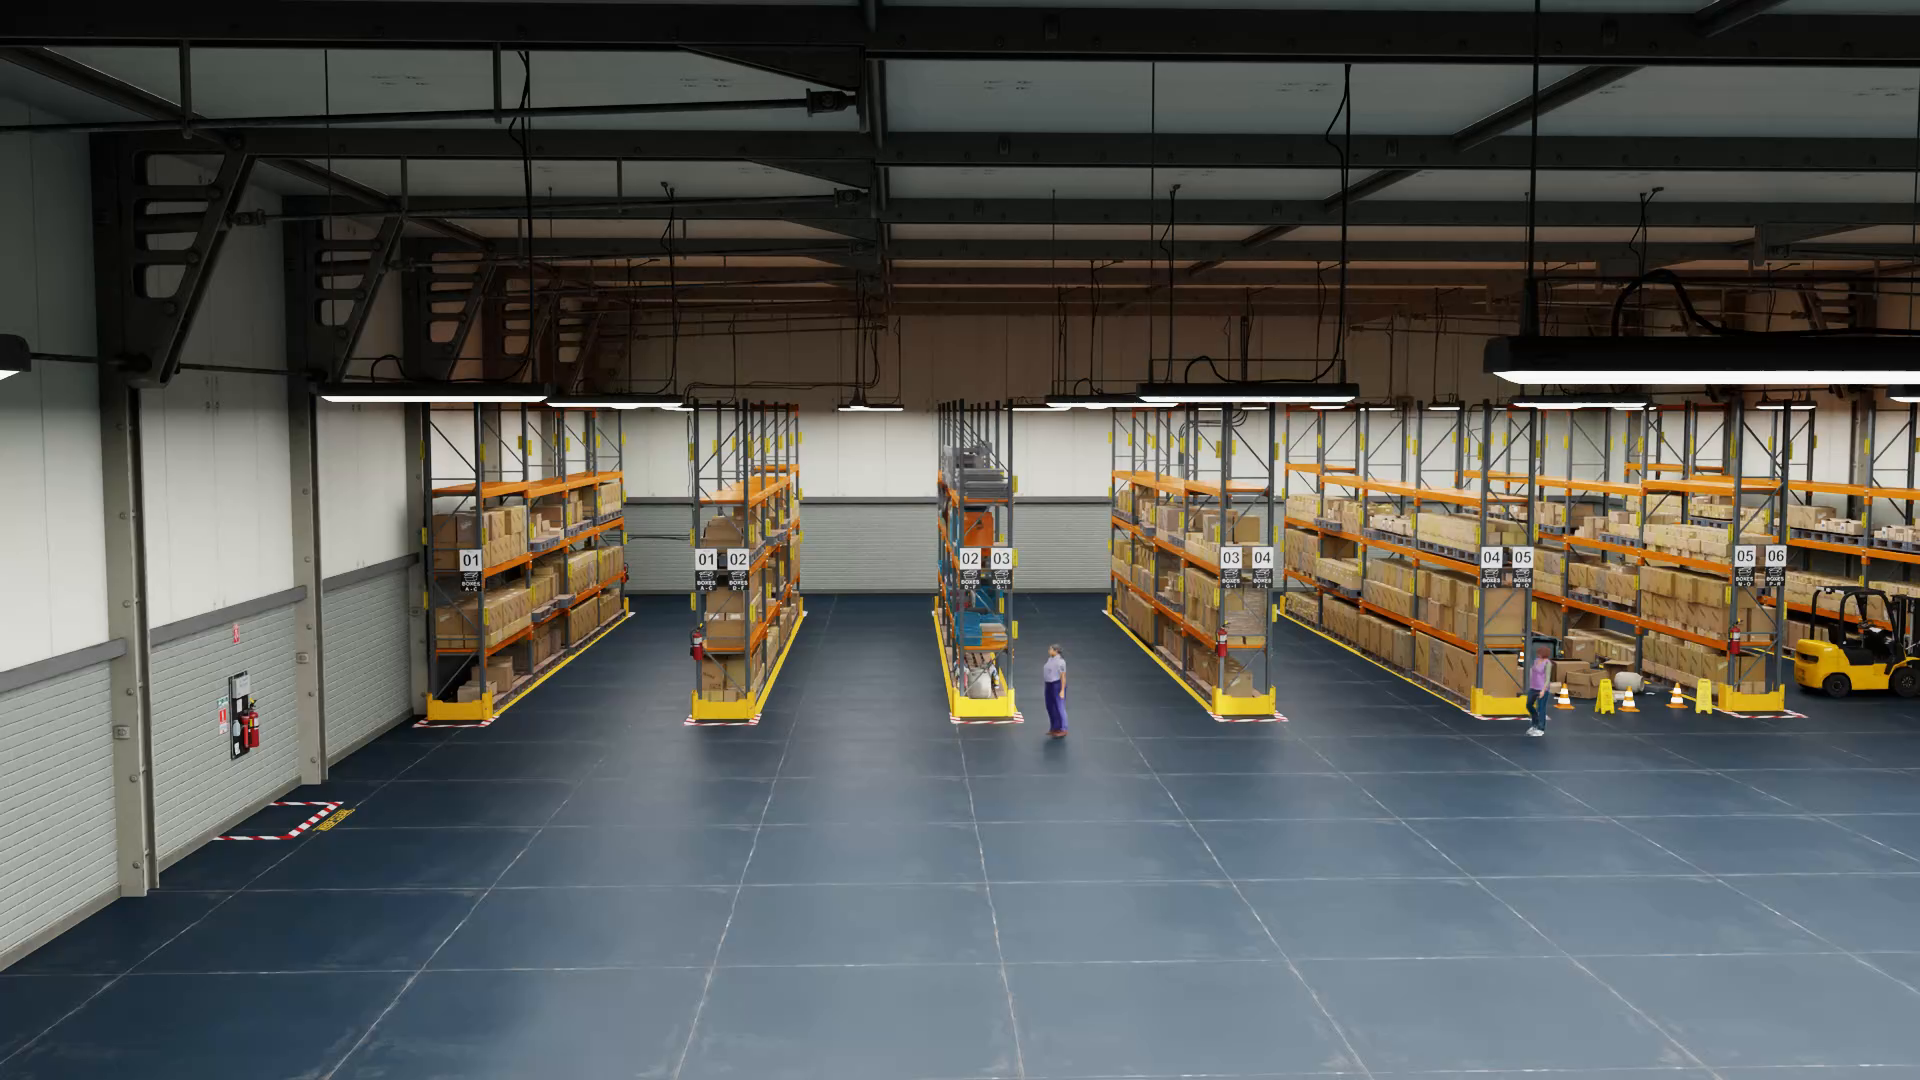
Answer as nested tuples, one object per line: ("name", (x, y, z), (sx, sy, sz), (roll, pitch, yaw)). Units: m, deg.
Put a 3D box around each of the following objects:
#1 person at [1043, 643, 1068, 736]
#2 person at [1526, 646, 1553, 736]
("person", (1.697, 2.684, 29.557), (0.392, 1.665, 0.599), (-2, 5, -29))
("person", (10.281, 2.686, 29.592), (0.397, 1.616, 0.499), (-2, 5, -30))
